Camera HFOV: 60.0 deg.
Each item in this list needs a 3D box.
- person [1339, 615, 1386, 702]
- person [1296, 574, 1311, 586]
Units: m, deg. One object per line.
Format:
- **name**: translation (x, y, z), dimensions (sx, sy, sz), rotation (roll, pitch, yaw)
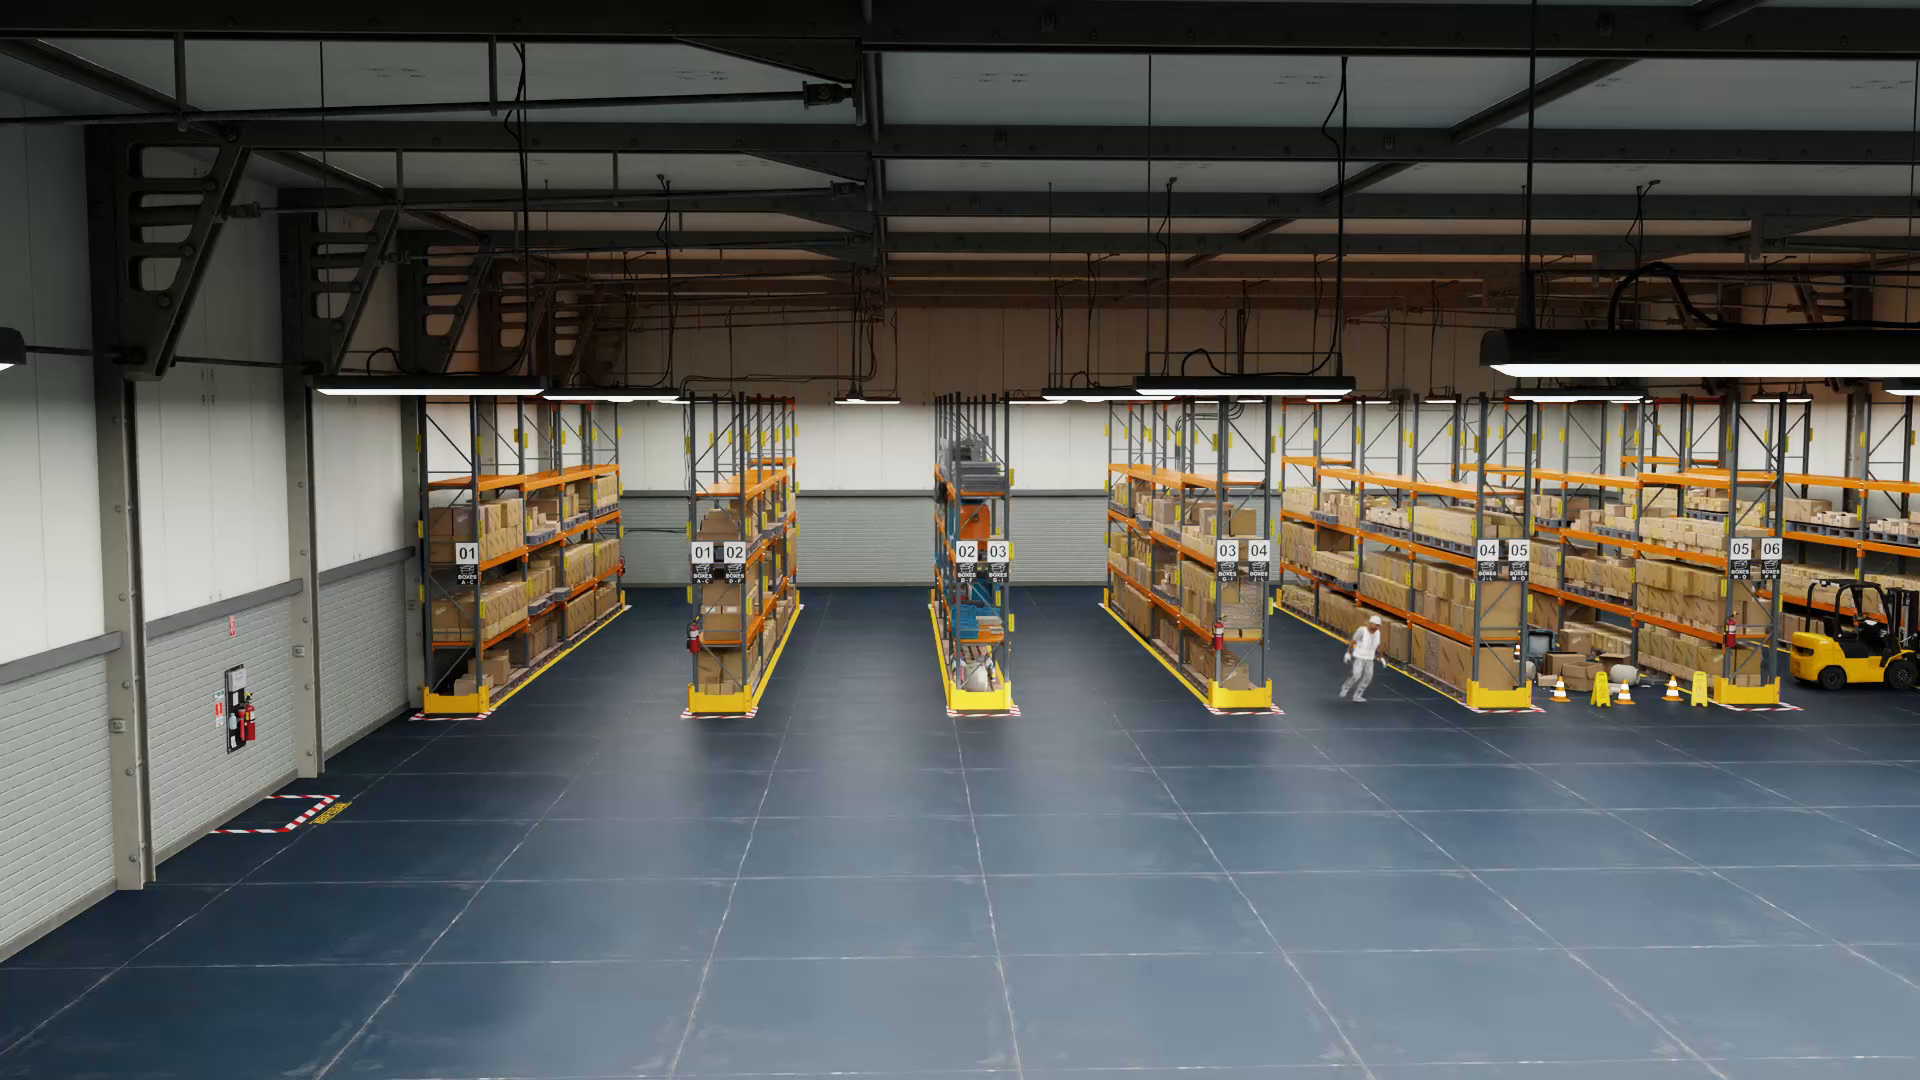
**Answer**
- **person**: translation (7.804, 2.286, 32.150), dimensions (0.807, 1.695, 0.690), rotation (-2, 5, -23)
- **person**: translation (10.367, 0.871, 49.610), dimensions (0.797, 1.784, 0.572), rotation (-3, 6, -34)
